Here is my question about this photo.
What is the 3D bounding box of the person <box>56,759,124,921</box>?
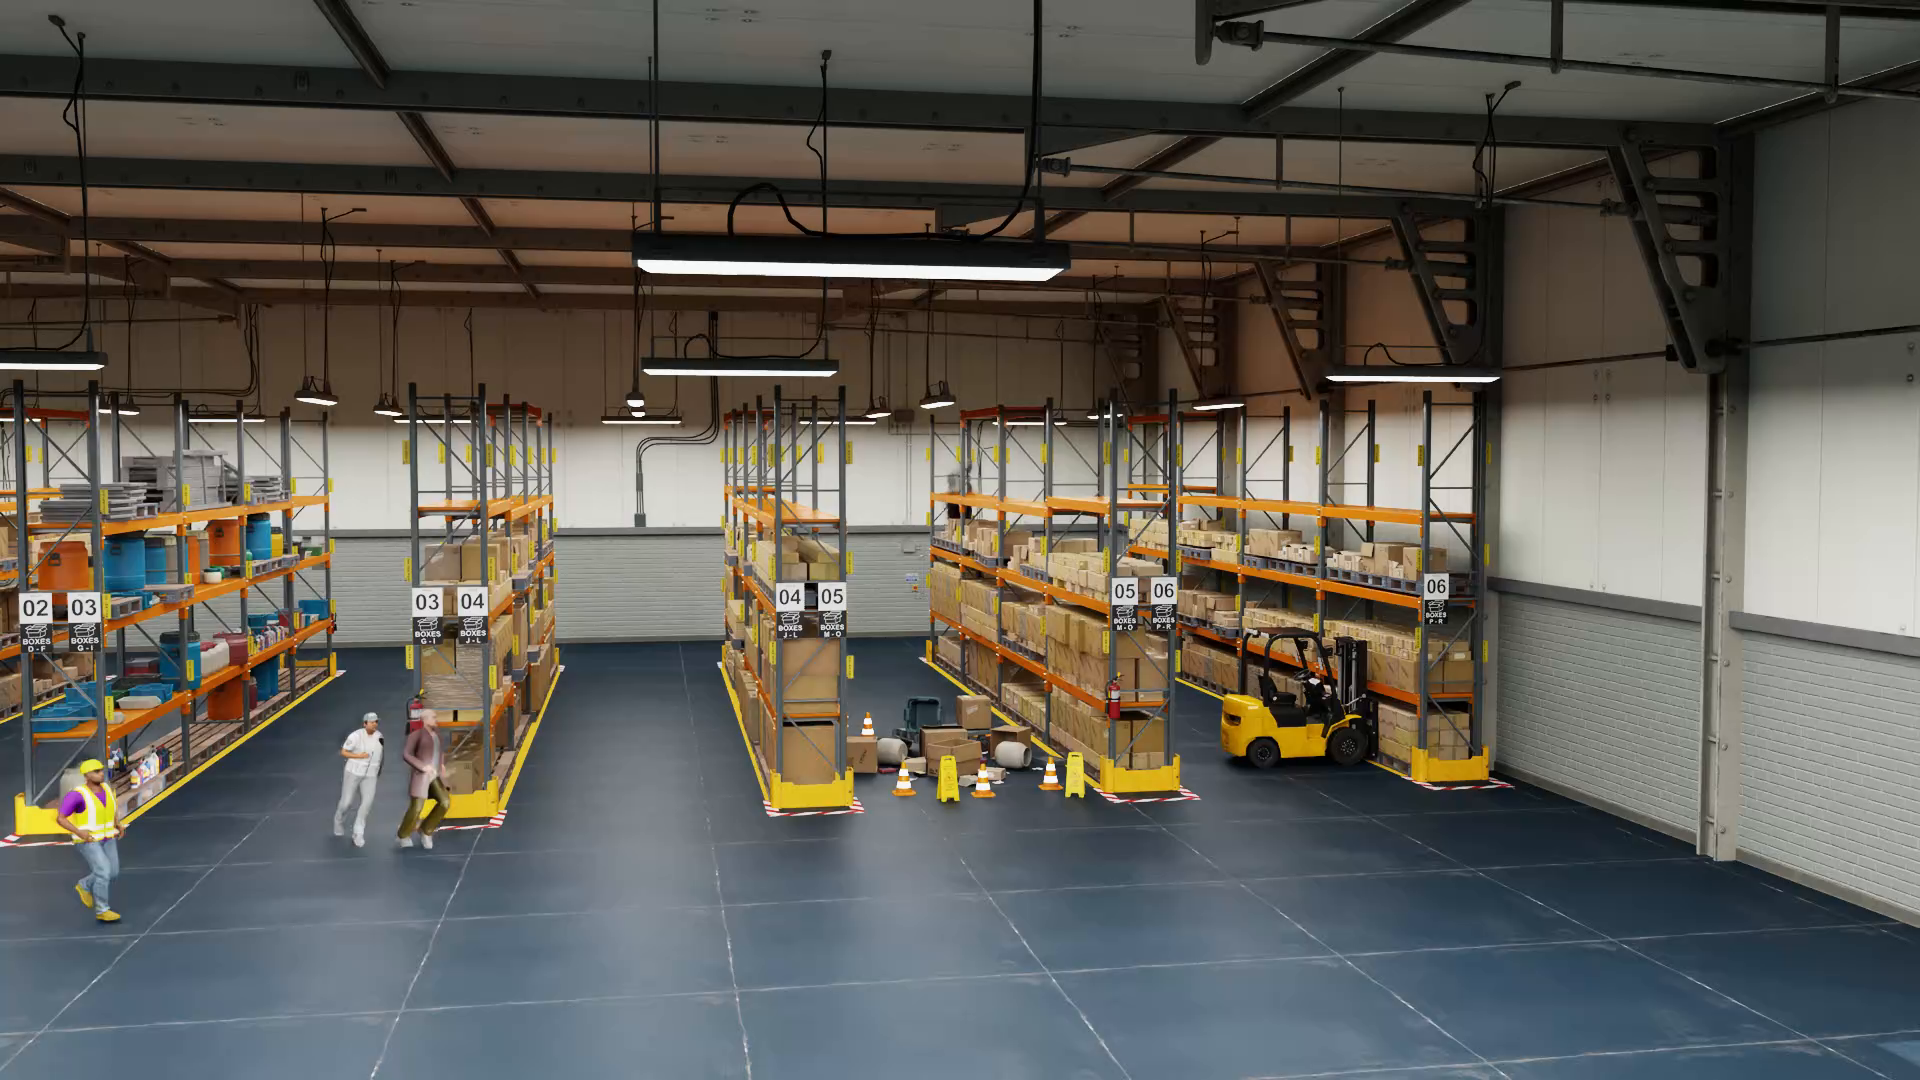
[{"bbox_3d":[-9.358,3.221,17.909,0.676,1.733,0.711,1,3,18],"label":"person"}]

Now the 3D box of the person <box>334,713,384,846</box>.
[{"bbox_3d":[-7.787,3.083,21.721,0.640,1.668,0.840,-2,4,-36],"label":"person"}]

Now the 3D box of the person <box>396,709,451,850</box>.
[{"bbox_3d":[-6.834,3.054,21.309,0.692,1.764,0.767,2,3,31],"label":"person"}]
